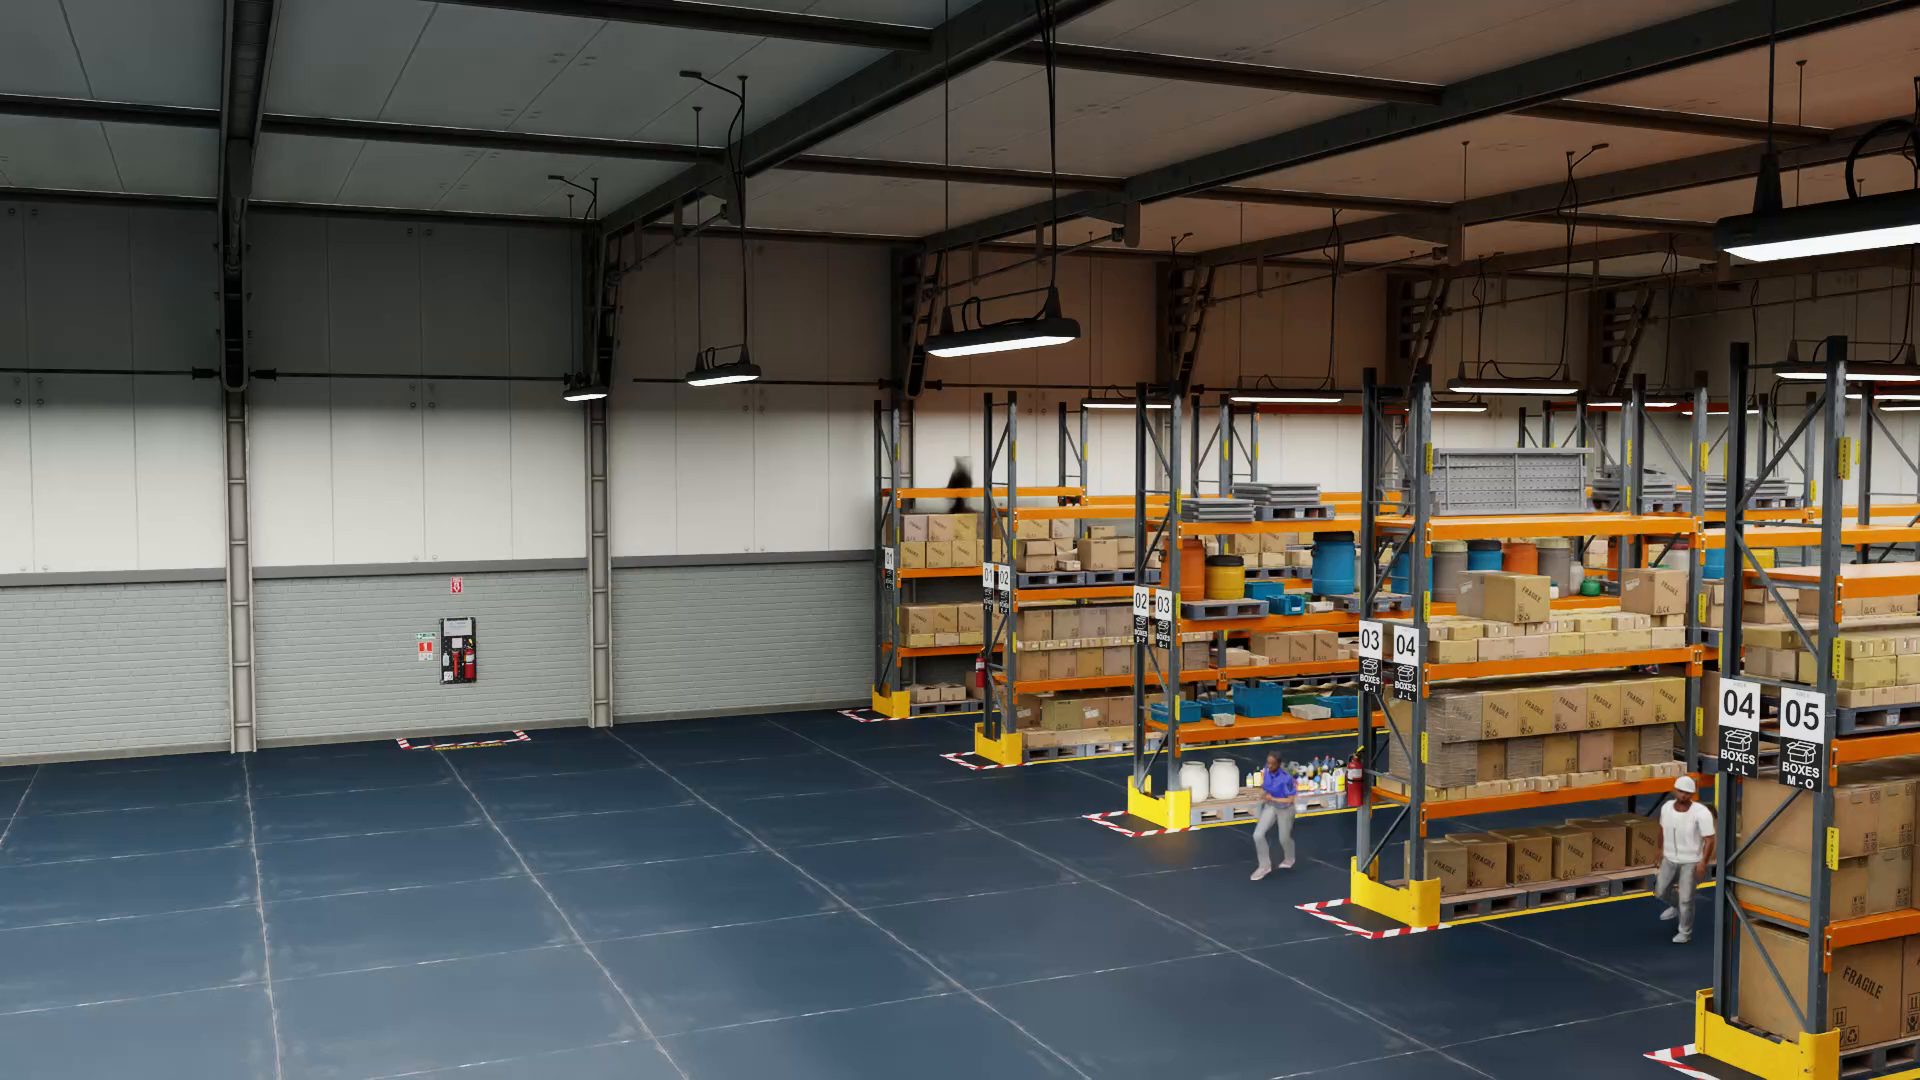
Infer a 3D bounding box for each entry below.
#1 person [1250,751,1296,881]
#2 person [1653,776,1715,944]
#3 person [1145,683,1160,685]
[{"bbox_3d":[3.802,3.234,19.692,0.564,1.536,1.001,3,4,39],"label":"person"},{"bbox_3d":[7.528,3.289,17.254,0.667,1.730,0.734,-2,4,-36],"label":"person"},{"bbox_3d":[3.584,2.516,30.422,0.726,1.788,0.671,-2,4,-31],"label":"person"}]
